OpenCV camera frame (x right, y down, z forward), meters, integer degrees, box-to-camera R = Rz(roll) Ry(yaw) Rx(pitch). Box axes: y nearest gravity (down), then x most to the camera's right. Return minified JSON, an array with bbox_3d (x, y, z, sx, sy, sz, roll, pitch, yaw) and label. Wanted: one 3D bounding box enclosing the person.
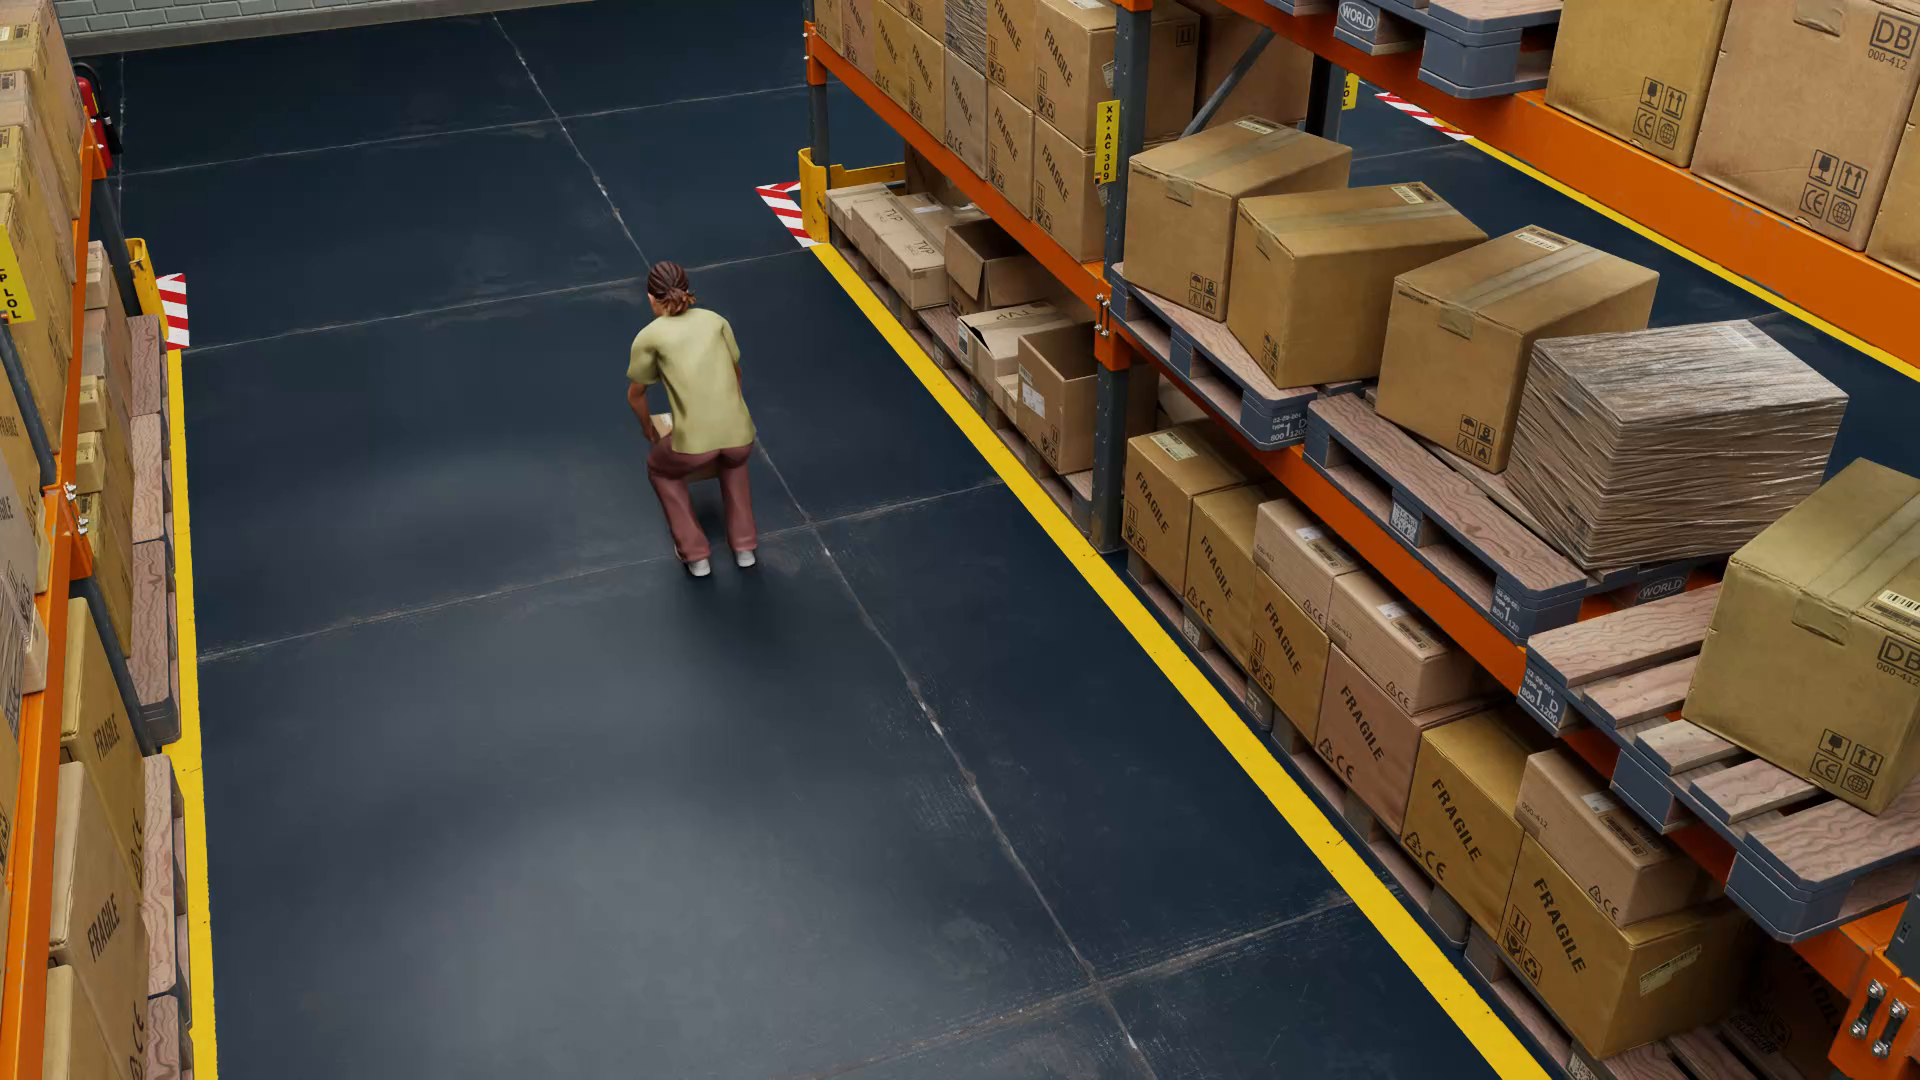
[{"bbox_3d":[-1.156,-0.500,7.207,0.511,1.335,0.666,-13,36,-19],"label":"person"}]
